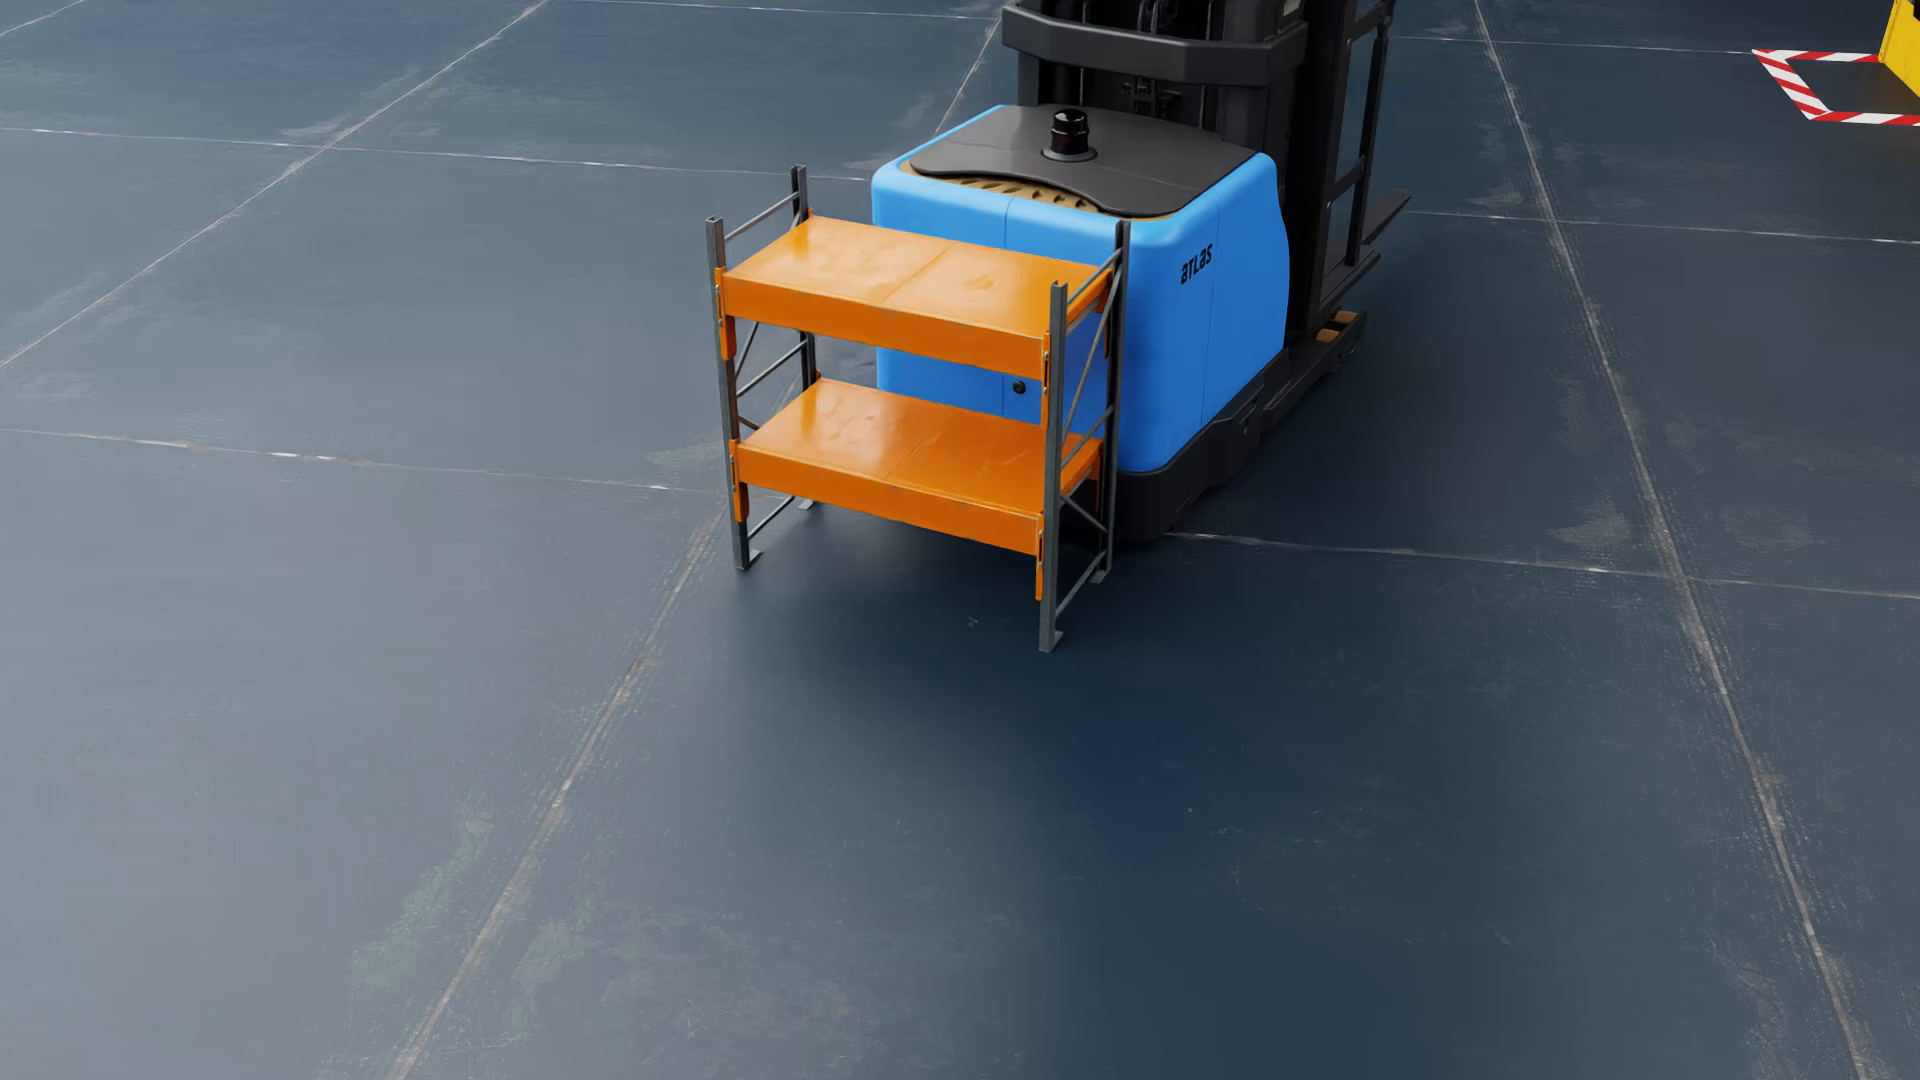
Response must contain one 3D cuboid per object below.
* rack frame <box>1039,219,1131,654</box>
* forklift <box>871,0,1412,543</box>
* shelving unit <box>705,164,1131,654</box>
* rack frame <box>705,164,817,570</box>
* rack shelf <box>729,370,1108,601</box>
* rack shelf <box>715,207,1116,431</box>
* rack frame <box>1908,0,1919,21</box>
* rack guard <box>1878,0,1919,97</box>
[{"bbox_3d":[0.346,-0.275,4.630,0.032,1.125,0.500,14,35,21],"label":"rack frame"},{"bbox_3d":[0.905,-1.983,5.656,1.130,2.935,3.031,18,36,26],"label":"forklift"},{"bbox_3d":[-0.114,-0.391,4.814,1.048,1.125,0.538,14,35,21],"label":"shelving unit"},{"bbox_3d":[-0.573,-0.507,4.999,0.032,1.125,0.500,14,35,21],"label":"rack frame"},{"bbox_3d":[-0.114,-0.184,4.944,1.000,0.278,0.538,14,35,21],"label":"rack shelf"},{"bbox_3d":[-0.114,-0.639,4.659,1.000,0.278,0.538,14,35,21],"label":"rack shelf"},{"bbox_3d":[5.381,-3.782,8.466,0.127,3.000,1.000,5,32,8],"label":"rack frame"},{"bbox_3d":[5.464,-2.741,9.157,0.348,0.500,1.175,5,32,8],"label":"rack guard"}]
